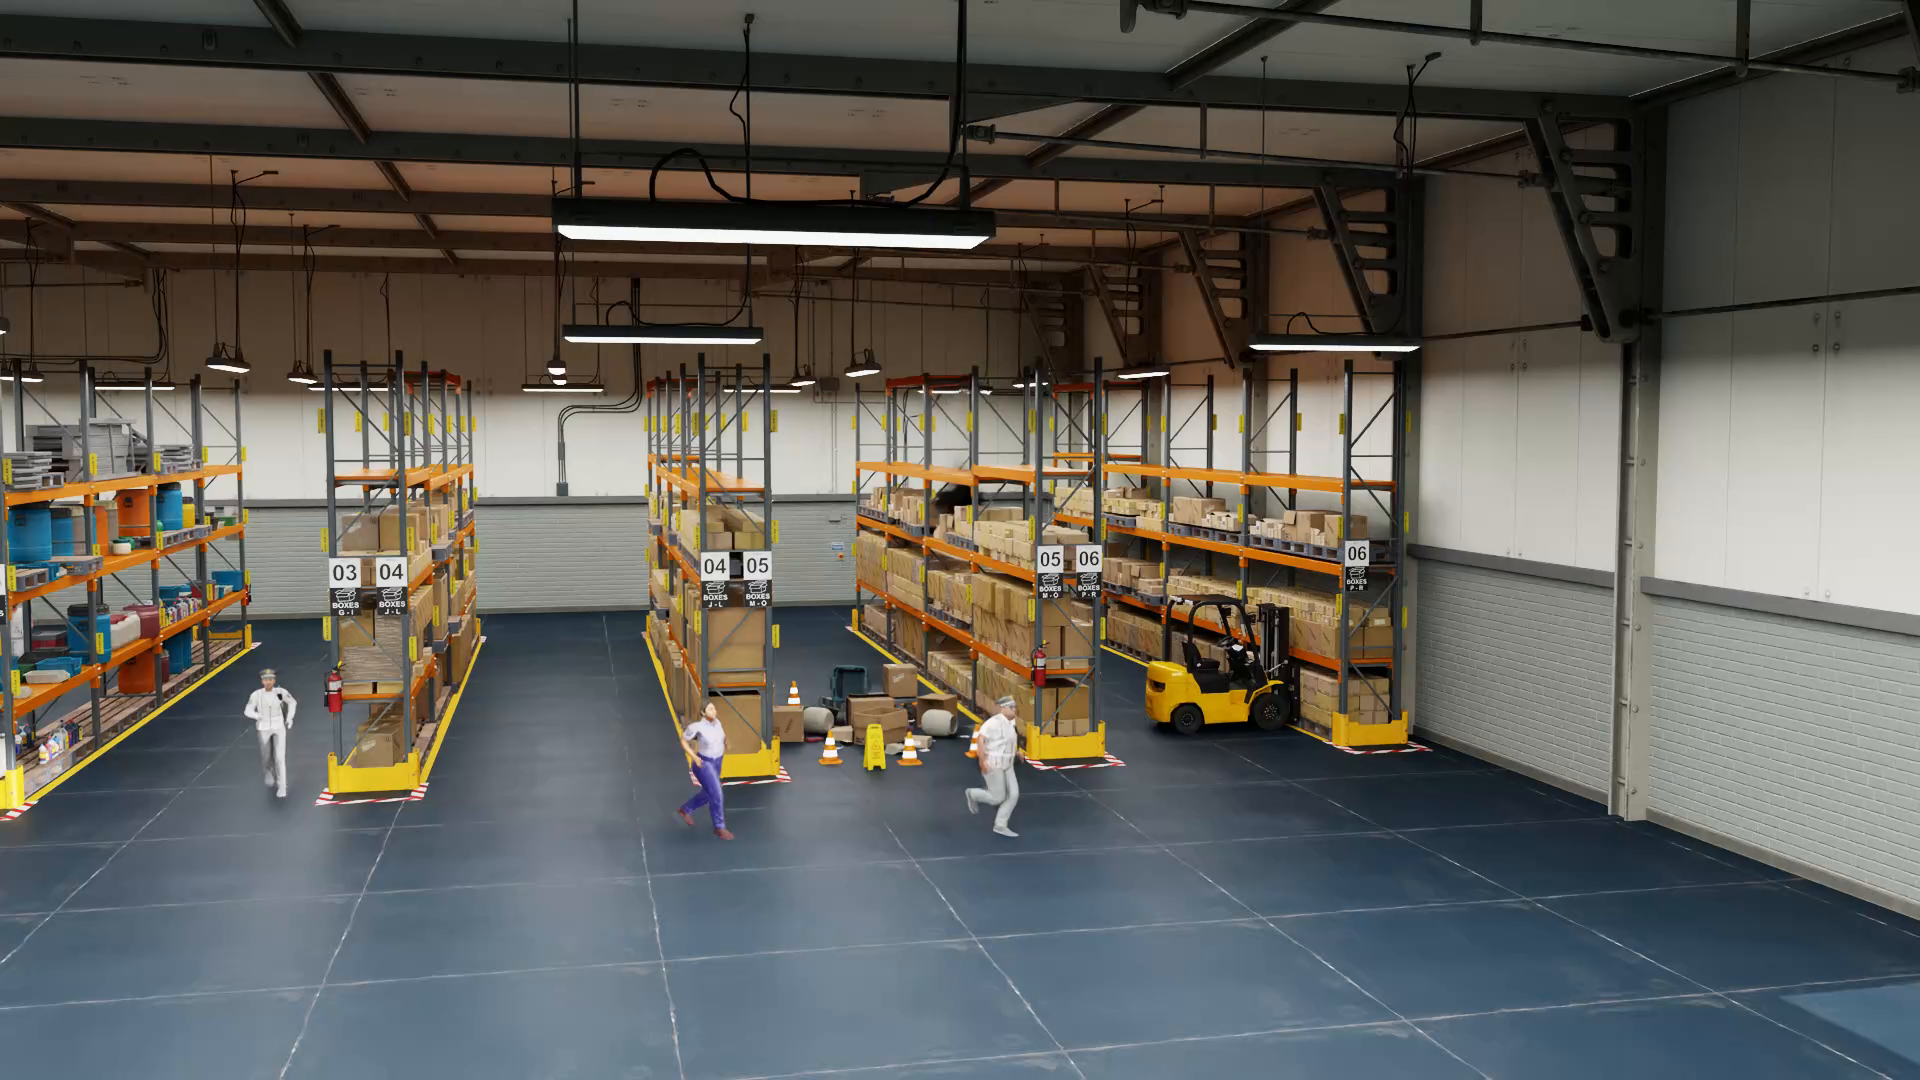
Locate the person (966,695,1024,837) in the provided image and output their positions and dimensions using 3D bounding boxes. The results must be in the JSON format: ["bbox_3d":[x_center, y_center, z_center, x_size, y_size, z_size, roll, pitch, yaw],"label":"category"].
[{"bbox_3d":[0.448,2.747,20.356,0.662,1.749,0.692,3,5,35],"label":"person"}]

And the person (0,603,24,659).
[{"bbox_3d":[-18.177,1.900,31.884,0.664,1.738,0.603,-2,4,-23],"label":"person"}]

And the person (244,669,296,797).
[{"bbox_3d":[-9.310,2.562,22.462,0.646,1.678,0.942,-1,4,-20],"label":"person"}]

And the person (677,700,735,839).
[{"bbox_3d":[-3.082,2.777,20.288,0.849,1.667,0.593,2,4,27],"label":"person"}]
